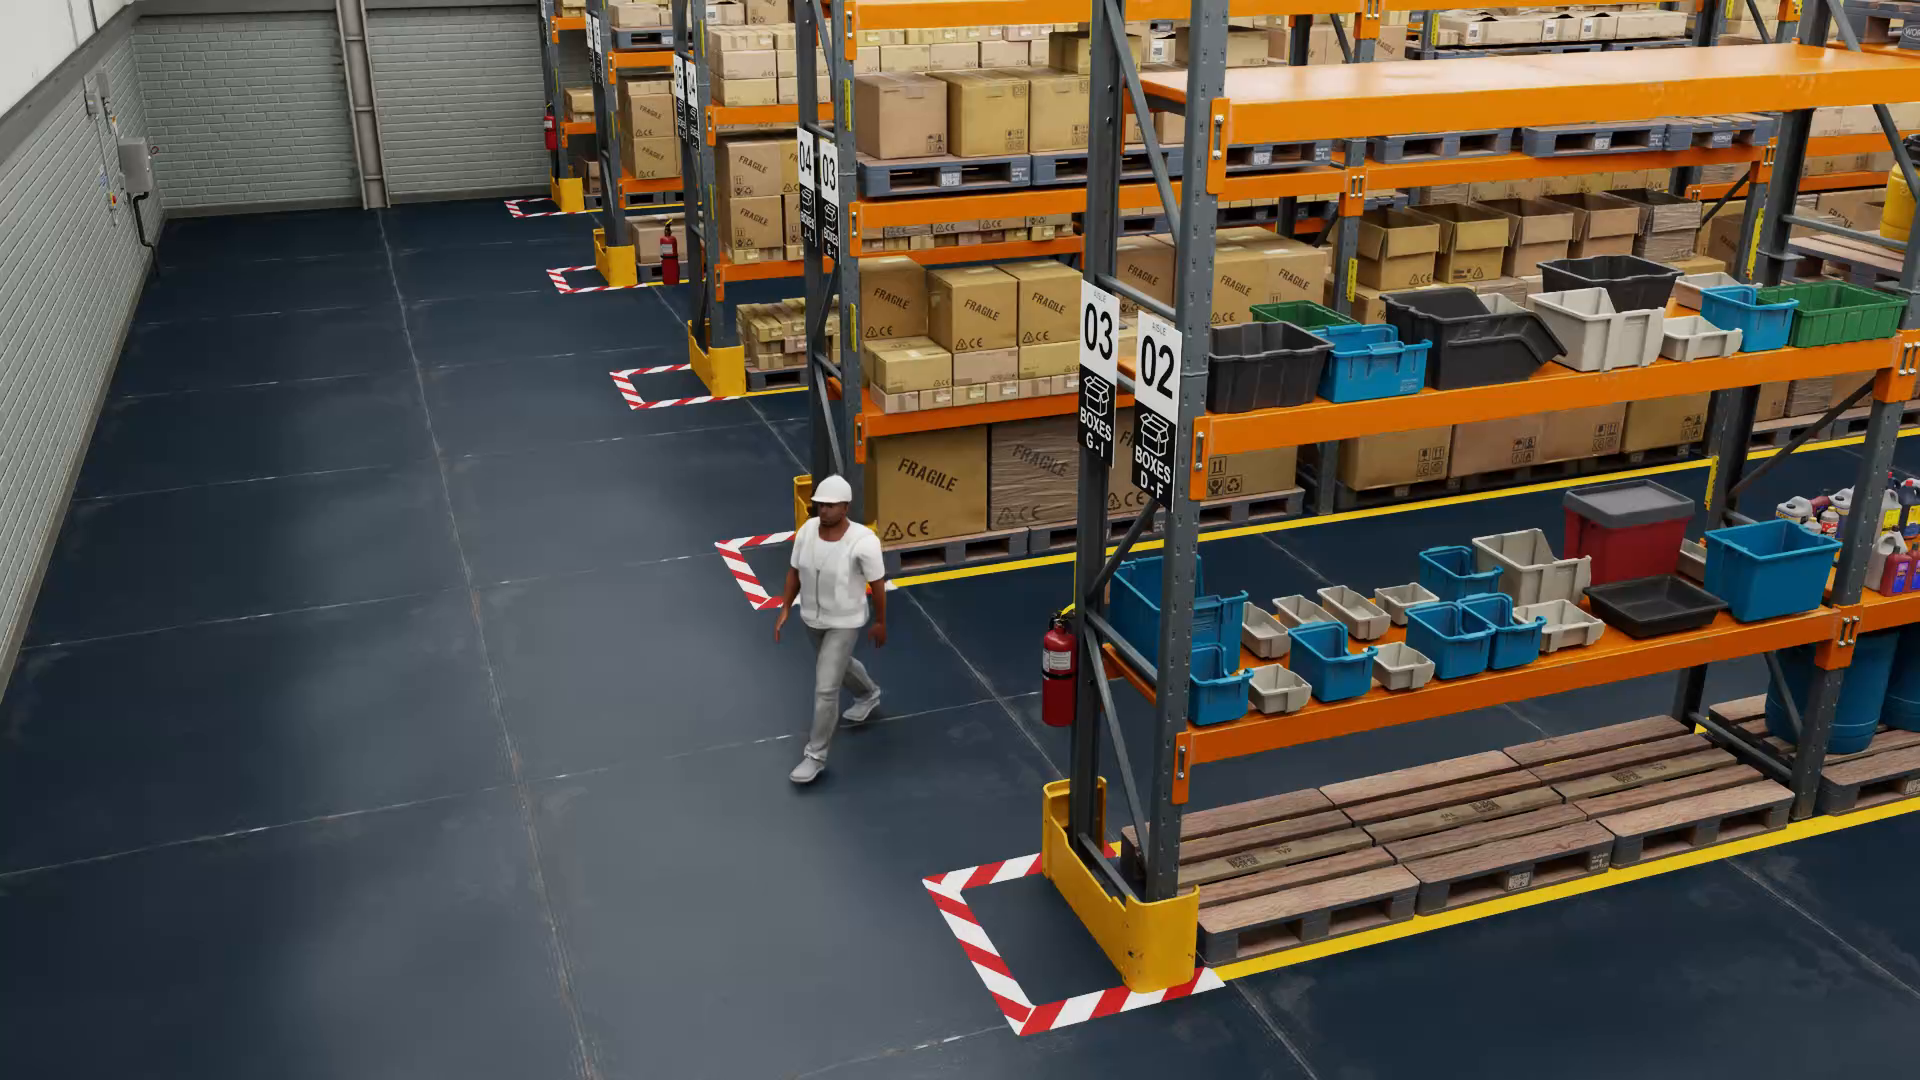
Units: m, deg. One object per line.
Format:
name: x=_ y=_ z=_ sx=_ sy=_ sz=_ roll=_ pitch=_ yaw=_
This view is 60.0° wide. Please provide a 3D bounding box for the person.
person: x=-0.766 y=0.459 z=9.703 sx=0.573 sy=1.724 sz=1.024 roll=15 pitch=27 yaw=32
